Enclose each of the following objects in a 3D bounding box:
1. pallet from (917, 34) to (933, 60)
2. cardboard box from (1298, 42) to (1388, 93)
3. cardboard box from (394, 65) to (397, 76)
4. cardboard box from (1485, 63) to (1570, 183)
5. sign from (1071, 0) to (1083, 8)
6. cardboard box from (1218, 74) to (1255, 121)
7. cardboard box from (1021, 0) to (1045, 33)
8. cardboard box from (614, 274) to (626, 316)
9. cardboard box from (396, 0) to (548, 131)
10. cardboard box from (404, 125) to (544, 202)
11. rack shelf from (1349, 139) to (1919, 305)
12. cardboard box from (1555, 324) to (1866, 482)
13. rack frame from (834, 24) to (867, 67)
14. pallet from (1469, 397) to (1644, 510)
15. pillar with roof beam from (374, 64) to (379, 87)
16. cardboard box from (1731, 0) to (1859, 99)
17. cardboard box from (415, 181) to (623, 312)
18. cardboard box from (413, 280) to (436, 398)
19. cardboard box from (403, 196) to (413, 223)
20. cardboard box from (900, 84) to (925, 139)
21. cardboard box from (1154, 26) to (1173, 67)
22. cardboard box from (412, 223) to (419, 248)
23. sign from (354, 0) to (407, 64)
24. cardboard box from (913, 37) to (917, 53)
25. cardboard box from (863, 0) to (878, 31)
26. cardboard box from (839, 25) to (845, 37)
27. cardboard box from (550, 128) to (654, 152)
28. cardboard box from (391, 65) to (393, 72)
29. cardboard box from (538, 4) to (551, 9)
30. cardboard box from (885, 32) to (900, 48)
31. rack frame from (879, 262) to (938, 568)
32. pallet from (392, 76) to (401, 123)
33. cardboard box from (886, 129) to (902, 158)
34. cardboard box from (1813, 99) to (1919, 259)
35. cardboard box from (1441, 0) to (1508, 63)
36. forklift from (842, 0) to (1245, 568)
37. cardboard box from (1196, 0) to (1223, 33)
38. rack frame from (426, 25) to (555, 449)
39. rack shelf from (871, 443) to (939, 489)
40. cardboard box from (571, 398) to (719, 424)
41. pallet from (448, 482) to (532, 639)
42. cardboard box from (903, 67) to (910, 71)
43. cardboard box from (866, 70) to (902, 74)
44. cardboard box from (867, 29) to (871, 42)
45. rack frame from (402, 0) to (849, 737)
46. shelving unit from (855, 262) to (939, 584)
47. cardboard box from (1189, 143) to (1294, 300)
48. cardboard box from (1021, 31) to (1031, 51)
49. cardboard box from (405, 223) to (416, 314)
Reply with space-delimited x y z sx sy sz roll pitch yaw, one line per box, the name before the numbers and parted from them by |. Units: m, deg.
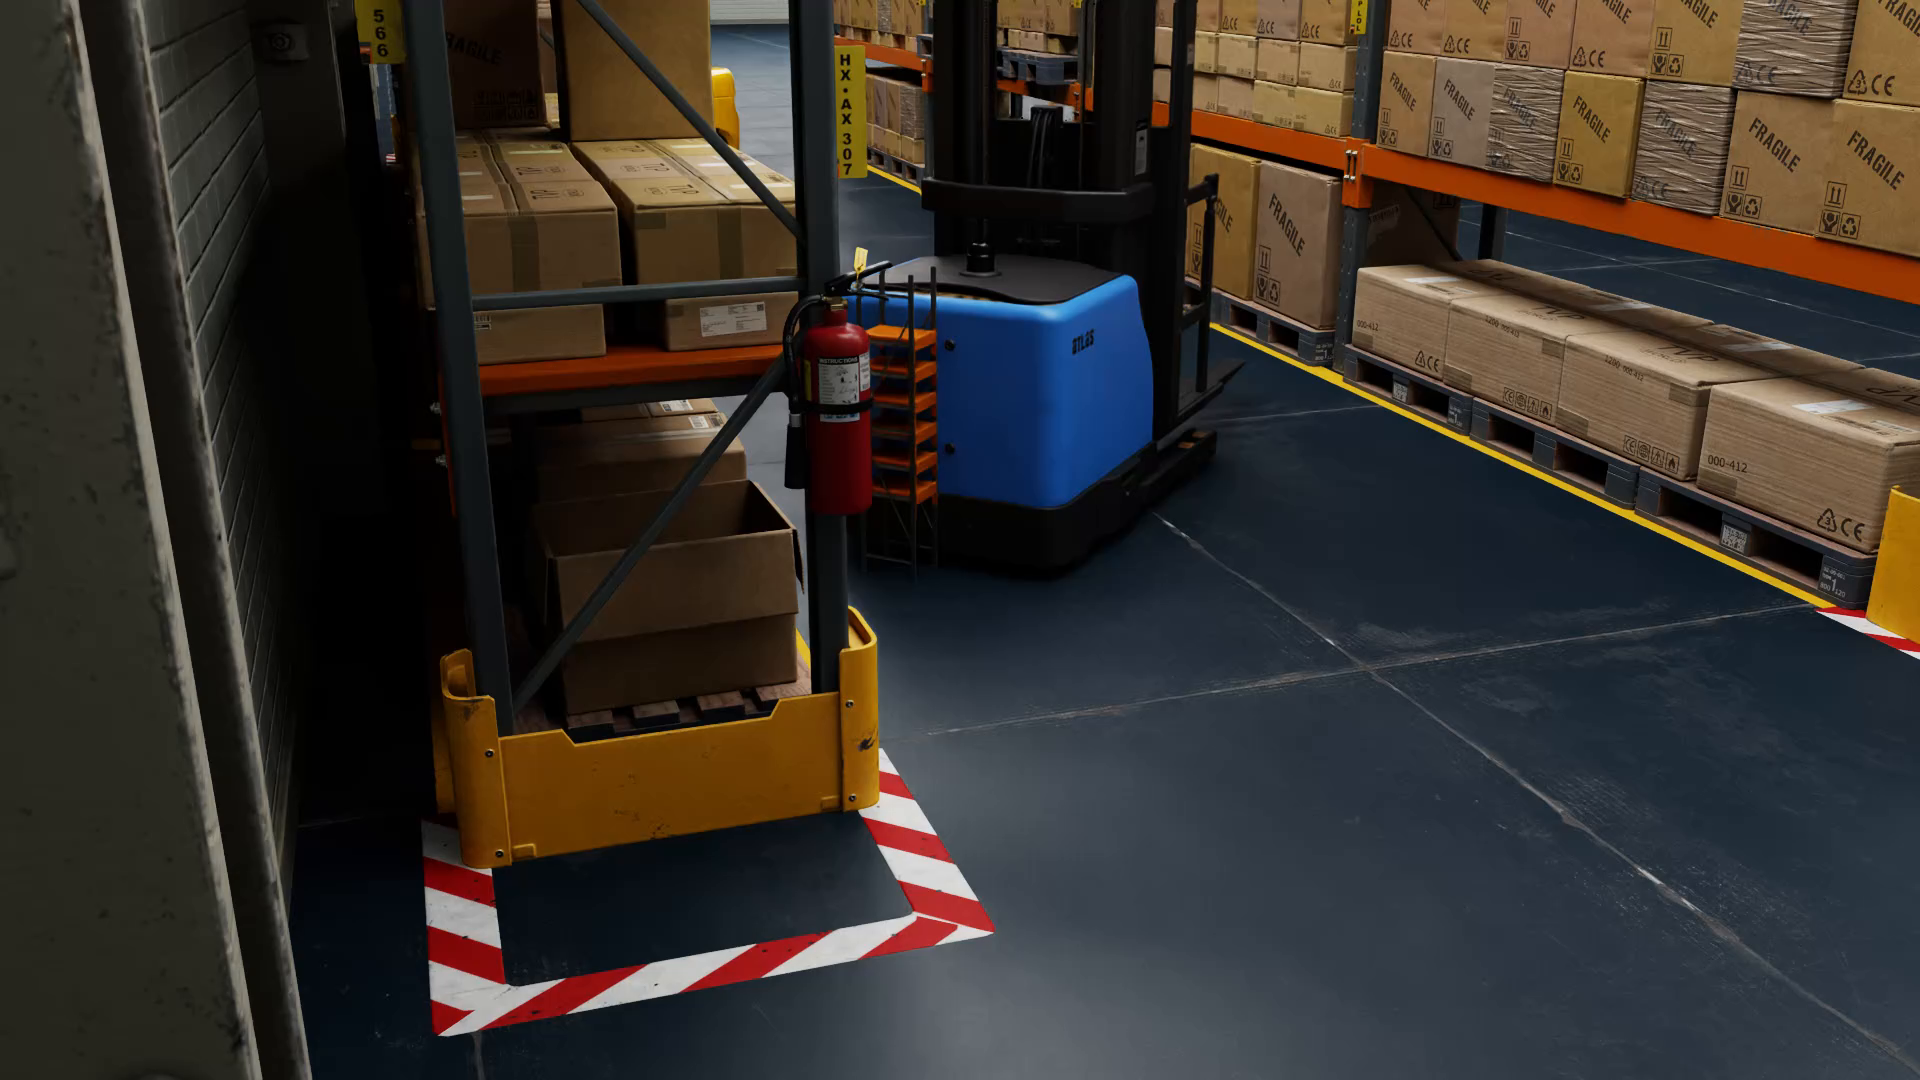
pallet | 0.240 -4.644 15.693 1.003 0.211 1.213 -6 21 -17
cardboard box | 2.283 -2.708 9.502 0.500 0.250 0.500 -6 21 -17
cardboard box | -3.700 -3.230 11.693 0.500 0.250 0.500 -7 21 -18
cardboard box | 2.856 -1.975 7.829 0.500 0.500 0.500 -6 21 -17
sign | 0.883 -4.159 12.462 0.100 0.325 0.005 -6 21 -17
cardboard box | 1.973 -2.802 10.503 0.500 0.250 0.500 -7 21 -19
cardboard box | 0.816 -4.378 13.457 0.500 0.500 0.500 -7 21 -18
cardboard box | -0.883 -0.790 5.049 0.380 0.149 0.250 -7 21 -18
cardboard box | -1.843 -1.816 6.207 0.500 0.500 0.500 -7 21 -19
cardboard box | -1.835 -1.455 6.313 0.500 0.250 0.500 -6 21 -16
rack shelf | 3.281 -1.448 7.574 1.077 0.370 4.000 -6 21 -17
cardboard box | 3.312 -0.630 7.403 0.875 0.438 0.875 -6 21 -16
rack frame | -1.119 -6.279 19.960 1.000 3.000 0.127 -6 21 -17
pallet | 3.204 -0.471 7.916 1.003 0.211 1.213 -6 21 -17
pillar with roof beam | -6.152 -12.563 28.581 9.100 9.000 0.400 -6 21 -17
cardboard box | 3.340 -1.956 6.298 0.500 0.500 0.500 -6 21 -17
cardboard box | -1.198 -0.805 4.501 0.500 0.250 0.500 -6 21 -16
cardboard box | -2.493 -1.047 8.470 0.500 0.500 0.500 -6 21 -17
cardboard box | -3.238 -2.053 10.311 0.380 0.149 0.250 -7 21 -20
cardboard box | -0.303 -4.413 17.103 0.500 0.500 0.500 -7 21 -18
cardboard box | 1.626 -3.360 11.317 0.500 0.250 0.500 -6 21 -17
cardboard box | -1.633 -0.983 5.587 0.380 0.149 0.250 -6 21 -17
sign | -1.334 -1.257 3.798 0.100 0.325 0.005 -6 21 -17
cardboard box | -0.252 -4.948 16.626 0.380 0.149 0.250 -7 21 -18
cardboard box | -0.739 -5.793 18.019 0.500 0.500 0.500 -7 21 -18
cardboard box | -1.209 -6.030 19.638 0.380 0.149 0.250 -6 21 -17
cardboard box | -1.190 -1.345 6.007 0.500 0.250 0.500 -7 21 -19
cardboard box | -4.675 -4.208 14.415 0.500 0.250 0.500 -6 21 -16
cardboard box | -2.408 -2.741 9.342 0.700 0.500 0.500 -6 21 -17
cardboard box | -0.575 -5.274 17.533 0.380 0.149 0.250 -7 21 -18
rack frame | -0.198 -0.470 6.450 0.240 1.200 0.006 9 22 24
pallet | -3.036 -2.883 10.789 1.213 0.211 1.003 -6 21 -17
cardboard box | -0.480 -4.230 17.702 0.500 0.250 0.500 -7 21 -19
cardboard box | 3.507 -1.318 6.001 0.500 0.500 0.500 -6 21 -17
cardboard box | 2.725 -2.604 8.103 0.500 0.500 0.500 -7 21 -18
forklift | 0.570 -1.730 7.397 1.130 2.935 3.031 9 22 24
cardboard box | 1.787 -3.557 10.755 0.500 0.500 0.500 -6 21 -16
rack frame | -2.058 -1.900 7.768 1.000 3.000 0.127 -6 21 -17
rack shelf | -0.238 -0.287 6.428 0.258 0.103 0.180 9 22 24
cardboard box | -1.206 -0.302 6.397 0.500 0.500 0.500 -6 21 -16
pallet | -1.456 0.026 6.533 1.003 0.211 1.213 -6 21 -17
cardboard box | -0.441 -5.501 19.171 0.380 0.149 0.250 -6 21 -16
cardboard box | -0.952 -5.072 18.938 0.500 0.500 0.500 -7 21 -19
cardboard box | -0.820 -5.612 18.476 0.380 0.149 0.250 -6 21 -15
rack frame | -0.801 -0.616 4.194 1.000 3.000 0.127 -6 21 -17
shelving unit | -0.238 -0.442 6.372 0.258 1.200 0.189 9 22 24
cardboard box | 2.090 -2.105 10.862 0.875 0.875 0.875 -6 21 -16
cardboard box | 0.723 -4.107 13.665 0.380 0.149 0.250 -7 21 -20
cardboard box | -3.148 -1.710 10.317 0.500 0.500 0.500 -5 20 -14
